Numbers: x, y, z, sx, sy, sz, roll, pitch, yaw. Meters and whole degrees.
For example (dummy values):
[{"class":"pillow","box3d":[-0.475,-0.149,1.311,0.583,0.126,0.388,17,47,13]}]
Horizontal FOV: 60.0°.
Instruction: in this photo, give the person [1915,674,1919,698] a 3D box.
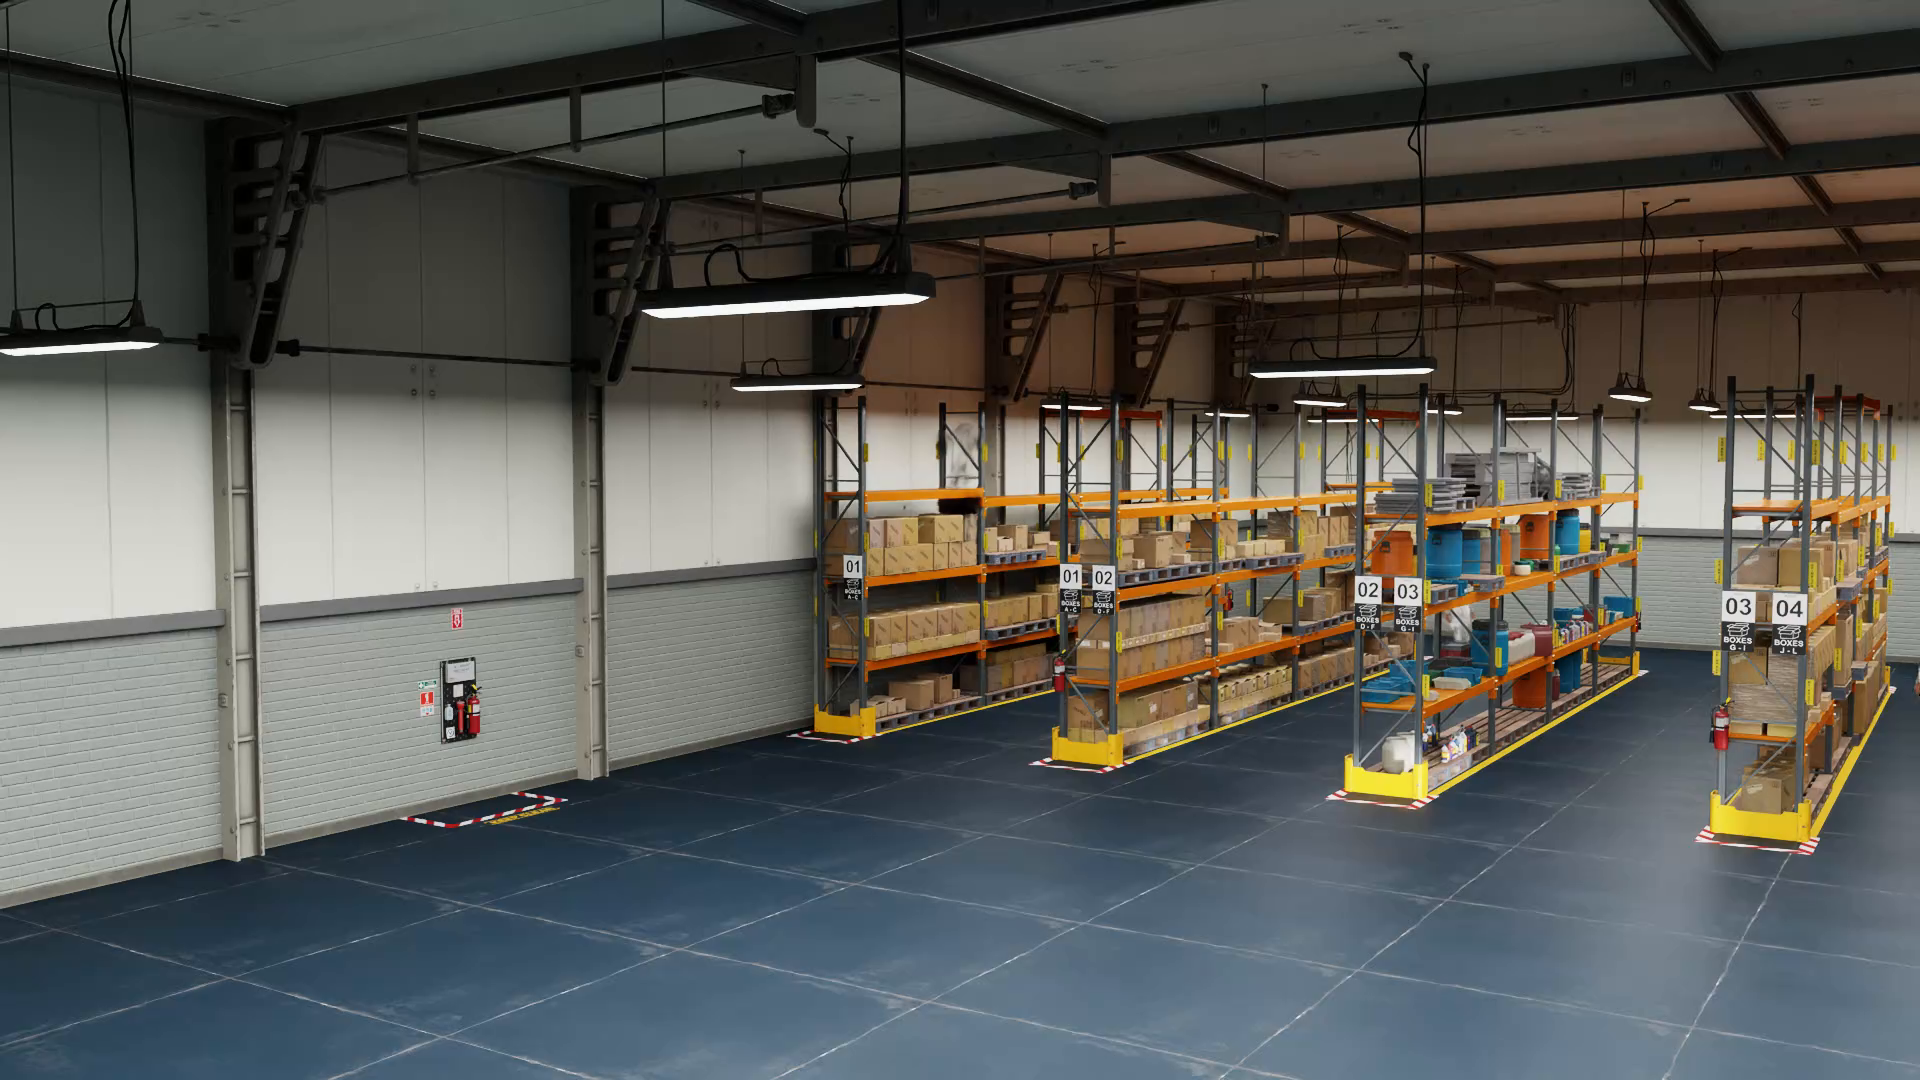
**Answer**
[{"class":"person","box3d":[16.061,2.703,27.297,0.686,1.764,0.631,2,3,29]}]

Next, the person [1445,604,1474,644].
[{"class":"person","box3d":[11.882,2.070,39.435,0.693,1.744,0.531,0,3,-2]}]
